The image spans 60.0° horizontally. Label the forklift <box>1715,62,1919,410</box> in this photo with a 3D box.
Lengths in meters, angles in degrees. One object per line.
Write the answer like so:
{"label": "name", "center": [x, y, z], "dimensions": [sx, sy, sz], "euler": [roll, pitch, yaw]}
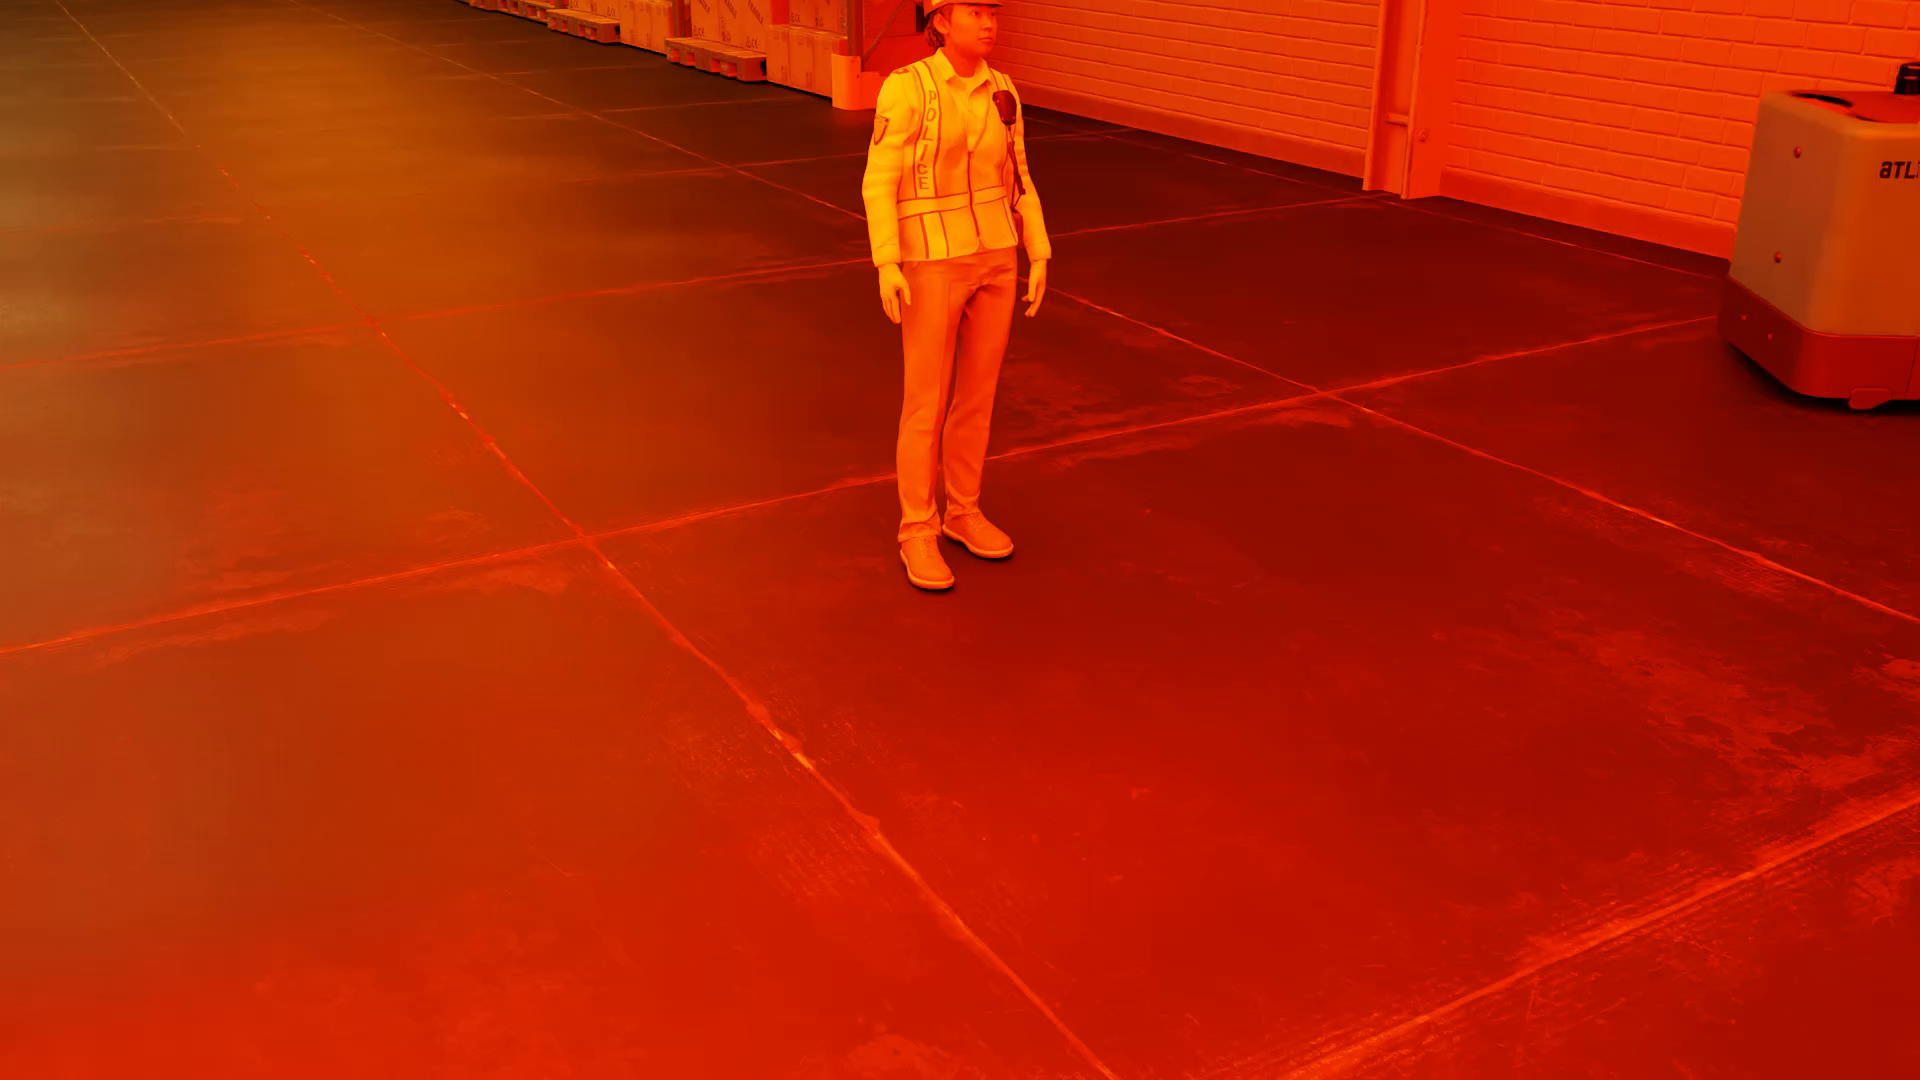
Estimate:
{"label": "forklift", "center": [4.711, -1.975, 6.087], "dimensions": [3.031, 2.935, 1.130], "euler": [2, 22, 4]}

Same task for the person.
{"label": "person", "center": [0.028, -0.767, 4.752], "dimensions": [0.587, 1.694, 0.530], "euler": [-12, 25, -28]}
